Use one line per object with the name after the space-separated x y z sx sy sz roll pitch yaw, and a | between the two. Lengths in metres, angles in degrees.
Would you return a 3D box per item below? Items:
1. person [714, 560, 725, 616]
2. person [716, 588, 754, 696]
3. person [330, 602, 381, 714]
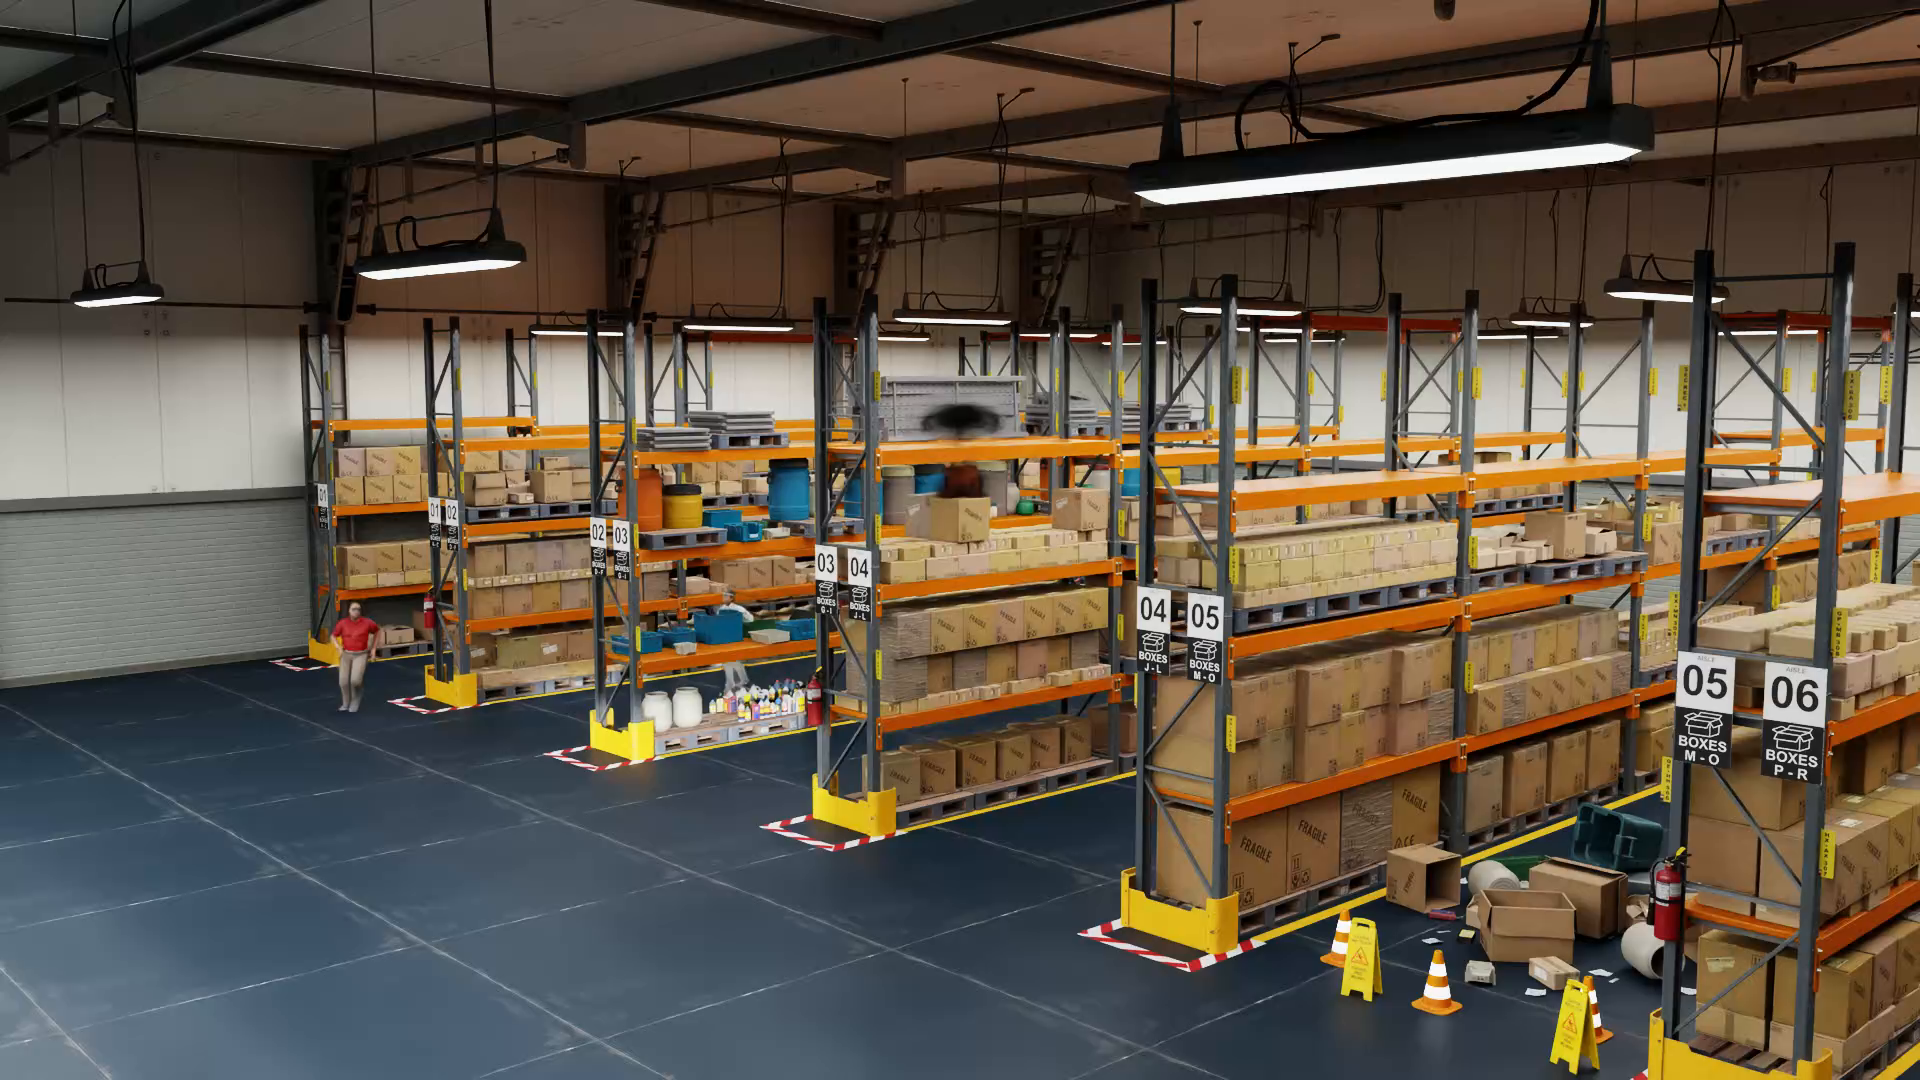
-4.558 1.150 32.233 0.517 1.559 0.659 5 8 40 | person
-3.685 1.628 26.764 0.555 1.738 0.812 5 8 42 | person
-9.163 1.784 25.153 0.681 1.689 0.692 -1 6 -7 | person
